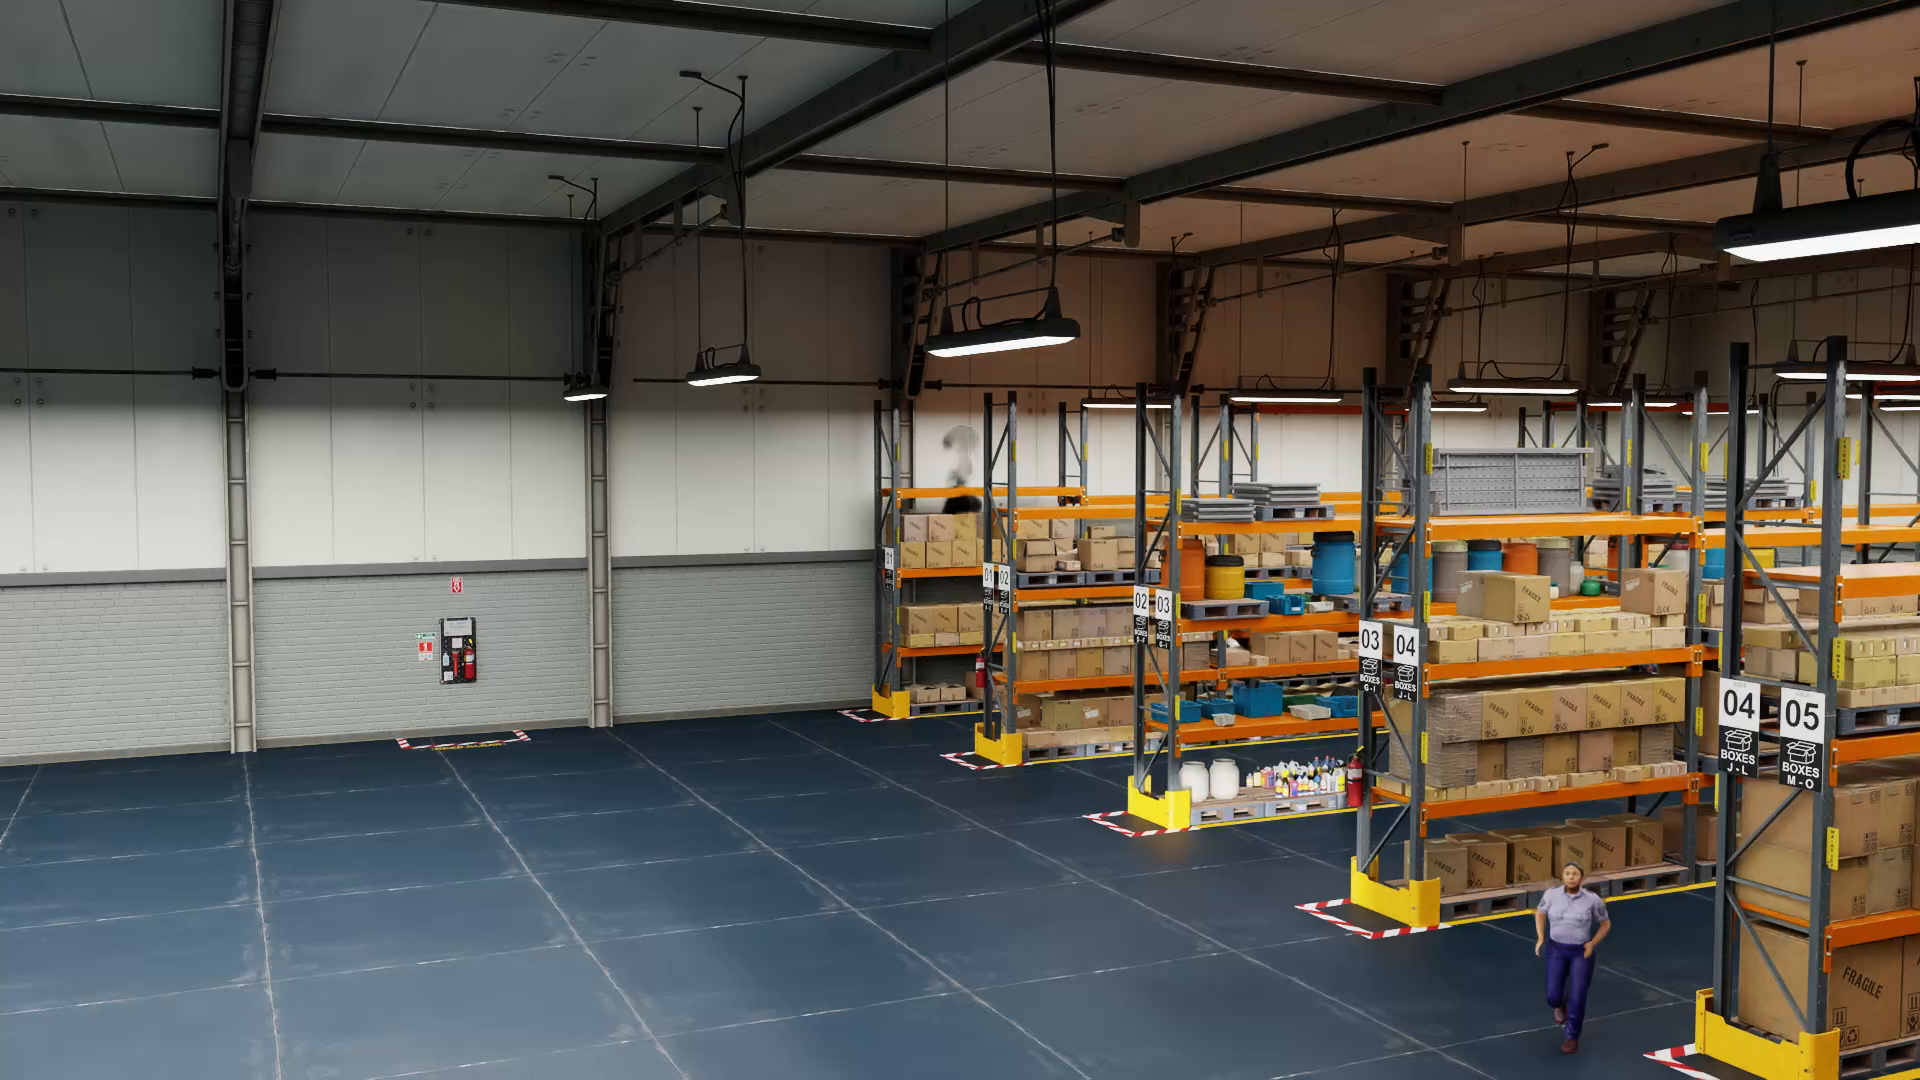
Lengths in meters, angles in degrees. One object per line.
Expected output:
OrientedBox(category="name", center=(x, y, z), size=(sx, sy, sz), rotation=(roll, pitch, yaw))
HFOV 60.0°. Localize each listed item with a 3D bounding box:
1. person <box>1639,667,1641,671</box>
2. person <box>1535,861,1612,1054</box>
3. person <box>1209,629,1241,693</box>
OrientedBox(category="person", center=(11.956, 2.672, 29.558), size=(0.676, 1.577, 0.562), rotation=(-2, 4, -26))
OrientedBox(category="person", center=(5.241, 3.541, 14.248), size=(0.623, 1.604, 0.559), rotation=(2, 4, 27))
OrientedBox(category="person", center=(5.081, 2.448, 31.661), size=(0.782, 1.740, 0.674), rotation=(-2, 4, -32))
